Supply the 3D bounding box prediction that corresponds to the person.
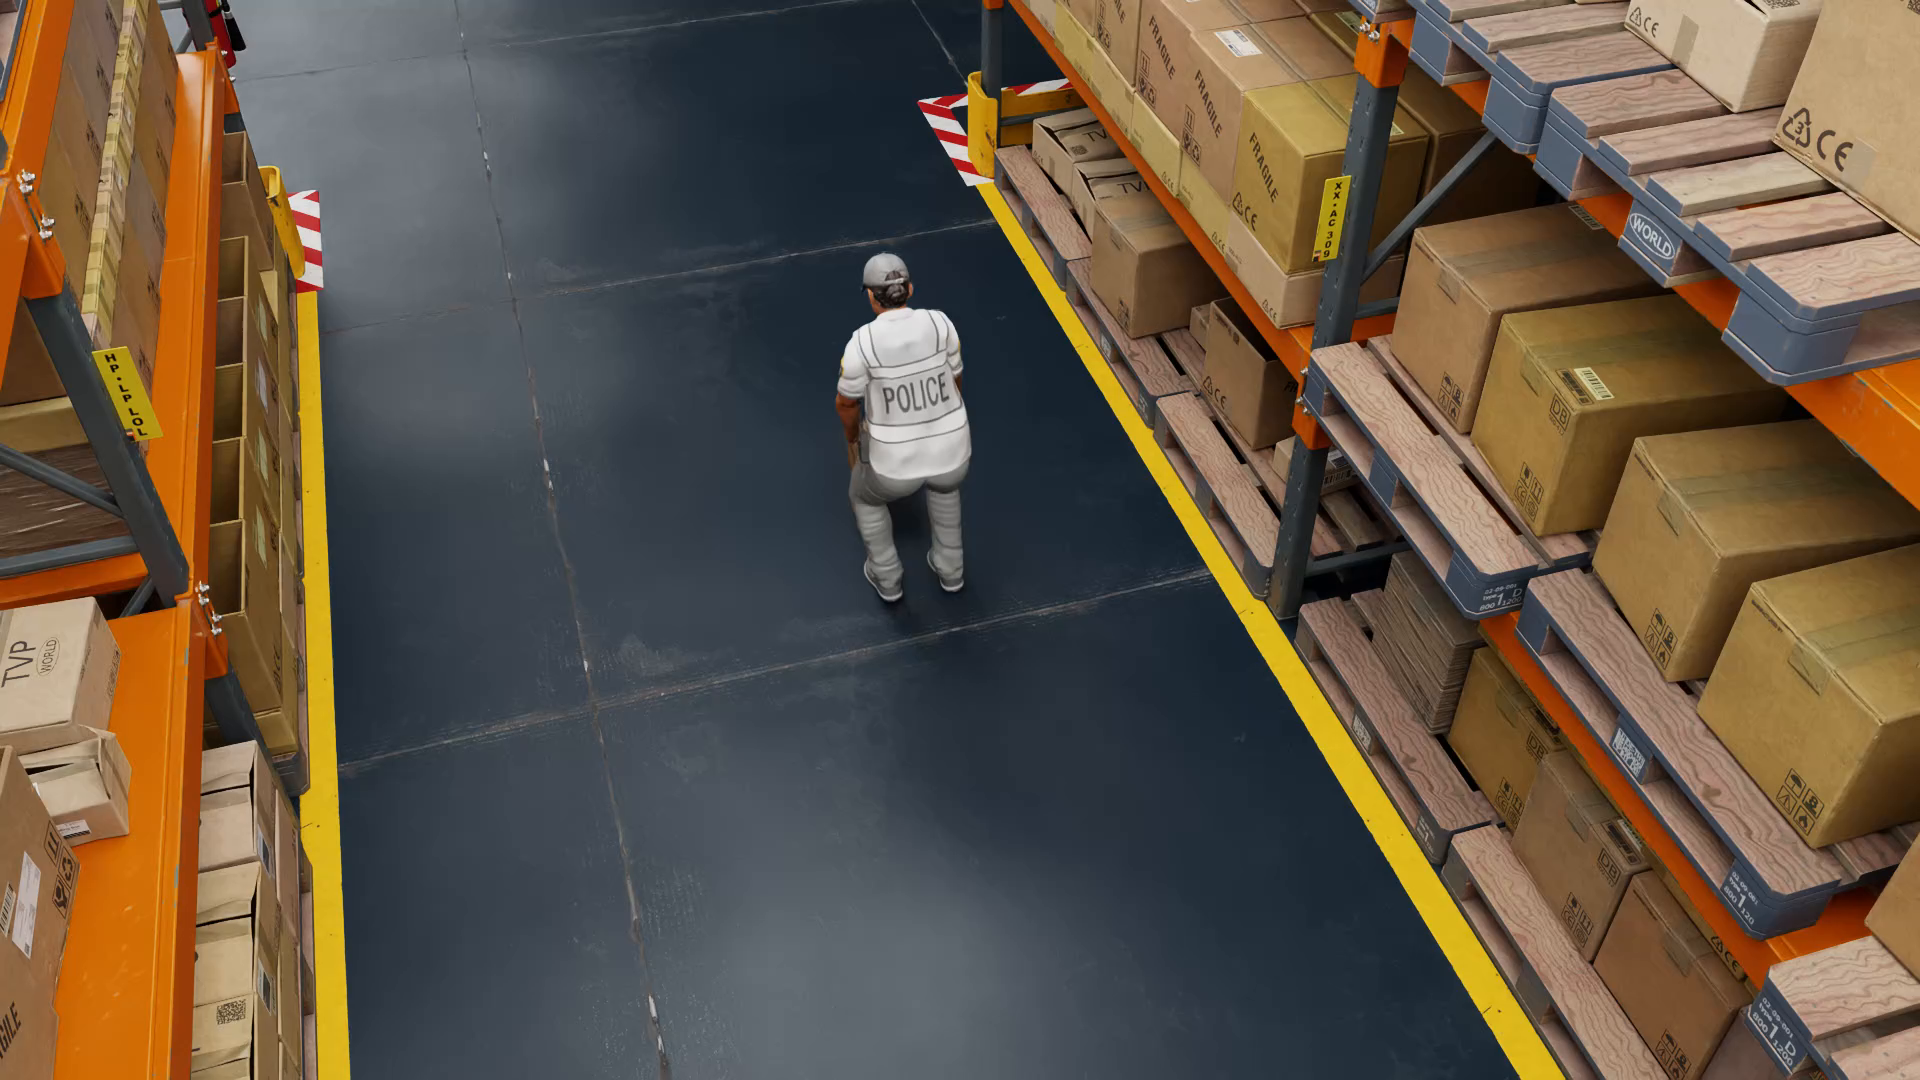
[{"bbox_3d":[-0.232,-0.401,6.699,0.519,1.541,0.591,-11,44,-12],"label":"person"}]
